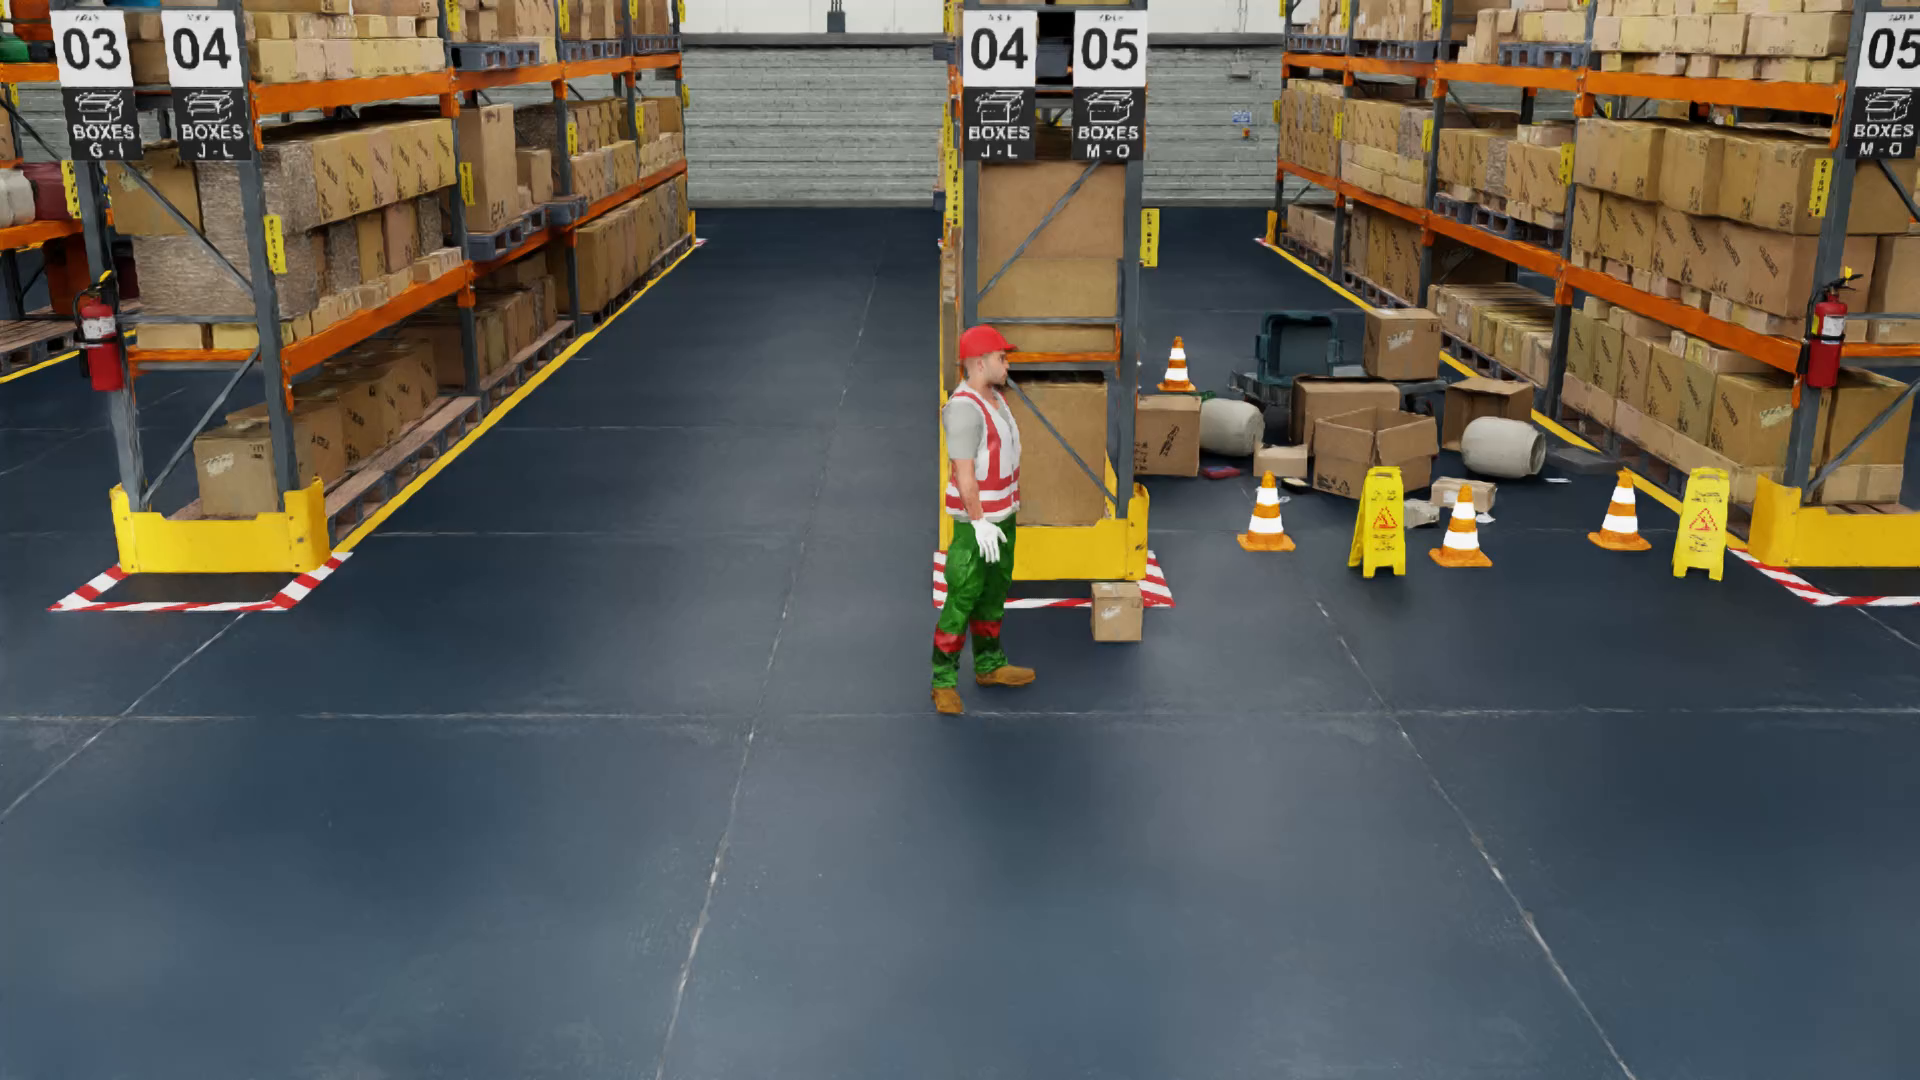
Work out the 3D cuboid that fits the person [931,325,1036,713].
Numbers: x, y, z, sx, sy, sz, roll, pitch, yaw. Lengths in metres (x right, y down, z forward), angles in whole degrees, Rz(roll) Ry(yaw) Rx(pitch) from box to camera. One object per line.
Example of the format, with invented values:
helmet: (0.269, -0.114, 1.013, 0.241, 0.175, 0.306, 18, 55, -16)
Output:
person: (0.104, -0.110, 7.799, 0.411, 1.797, 0.677, 7, 18, 23)
